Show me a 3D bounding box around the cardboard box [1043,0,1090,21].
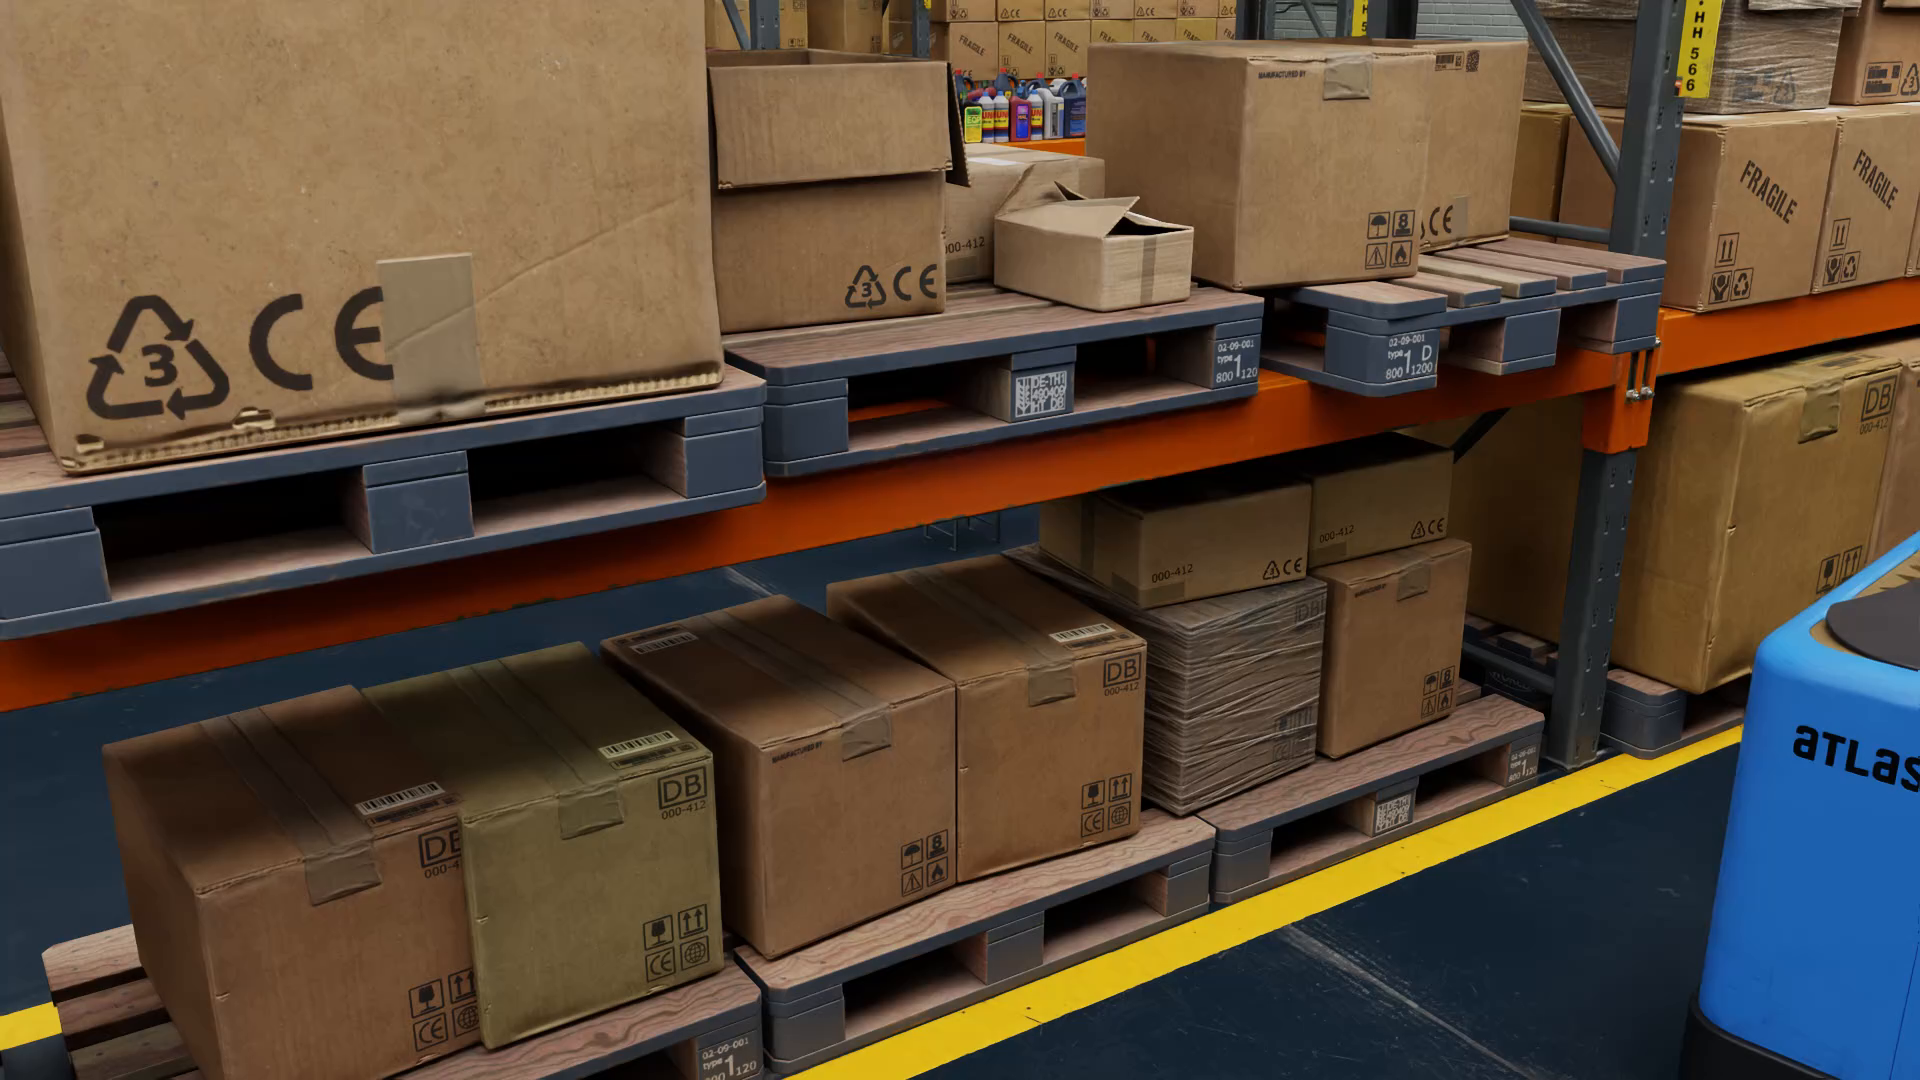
[{"bbox_3d":[0.826,-4.961,15.019,0.500,0.500,0.500,-13,22,-33],"label":"cardboard box"}]

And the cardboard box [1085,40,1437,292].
[{"bbox_3d":[0.682,-0.911,3.945,0.500,0.500,0.700,-8,20,-23],"label":"cardboard box"}]

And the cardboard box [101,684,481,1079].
[{"bbox_3d":[-1.294,0.682,3.260,0.500,0.500,0.700,-14,23,-36],"label":"cardboard box"}]

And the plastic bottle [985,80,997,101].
[{"bbox_3d":[0.155,-2.592,9.910,0.133,0.283,0.061,-12,22,-31],"label":"plastic bottle"}]

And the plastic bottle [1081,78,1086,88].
[{"bbox_3d":[0.769,-2.724,10.312,0.135,0.276,0.152,-12,22,-31],"label":"plastic bottle"}]

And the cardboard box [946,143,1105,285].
[{"bbox_3d":[-0.004,-0.790,3.977,0.500,0.250,0.500,-13,22,-33],"label":"cardboard box"}]

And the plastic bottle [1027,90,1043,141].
[{"bbox_3d":[0.413,-2.366,9.261,0.097,0.271,0.097,0,19,0],"label":"plastic bottle"}]

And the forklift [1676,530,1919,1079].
[{"bbox_3d":[2.780,0.024,2.098,1.130,2.935,3.031,-18,26,-42],"label":"forklift"}]

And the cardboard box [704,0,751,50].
[{"bbox_3d":[-2.024,-4.170,13.583,0.700,0.500,0.500,16,24,39],"label":"cardboard box"}]

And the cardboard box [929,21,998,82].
[{"bbox_3d":[-0.007,-4.315,14.669,0.500,0.500,0.500,-11,22,-30],"label":"cardboard box"}]

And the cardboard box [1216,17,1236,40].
[{"bbox_3d":[2.534,-4.851,16.255,0.500,0.500,0.500,-11,22,-30],"label":"cardboard box"}]

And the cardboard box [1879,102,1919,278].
[{"bbox_3d":[2.933,-1.139,5.274,0.500,0.500,0.500,-12,22,-32],"label":"cardboard box"}]

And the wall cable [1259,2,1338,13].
[{"bbox_3d":[4.951,-8.552,22.837,0.112,2.526,3.097,-12,22,-31],"label":"wall cable"}]

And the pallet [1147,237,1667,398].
[{"bbox_3d":[0.985,-0.651,4.287,1.003,0.211,1.213,-12,22,-31],"label":"pallet"}]

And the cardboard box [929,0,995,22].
[{"bbox_3d":[-0.034,-4.780,14.482,0.500,0.500,0.500,-11,22,-30],"label":"cardboard box"}]

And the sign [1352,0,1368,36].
[{"bbox_3d":[1.214,-1.592,4.964,0.005,0.325,0.100,-12,22,-31],"label":"sign"}]

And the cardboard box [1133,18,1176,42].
[{"bbox_3d":[1.683,-4.672,15.726,0.500,0.500,0.500,-12,22,-31],"label":"cardboard box"}]

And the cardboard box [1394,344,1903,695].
[{"bbox_3d":[2.110,-0.204,5.328,0.875,0.875,1.225,-13,23,-34],"label":"cardboard box"}]

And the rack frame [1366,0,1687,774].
[{"bbox_3d":[1.522,-0.896,4.712,0.127,3.000,1.000,-12,22,-31],"label":"rack frame"}]

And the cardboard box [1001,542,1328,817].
[{"bbox_3d":[0.517,0.304,4.377,0.500,0.500,0.700,-14,23,-36],"label":"cardboard box"}]

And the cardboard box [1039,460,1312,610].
[{"bbox_3d":[0.541,-0.053,4.264,0.500,0.250,0.500,-9,21,-25],"label":"cardboard box"}]

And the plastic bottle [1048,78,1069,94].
[{"bbox_3d":[0.575,-2.683,10.191,0.135,0.276,0.152,-12,22,-31],"label":"plastic bottle"}]

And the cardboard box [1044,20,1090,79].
[{"bbox_3d":[0.838,-4.494,15.197,0.500,0.500,0.500,-12,22,-32],"label":"cardboard box"}]

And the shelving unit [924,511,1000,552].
[{"bbox_3d":[0.007,-0.428,6.605,0.210,0.900,0.258,-12,22,-31],"label":"shelving unit"}]

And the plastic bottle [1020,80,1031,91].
[{"bbox_3d":[0.382,-2.651,10.102,0.097,0.271,0.097,0,19,0],"label":"plastic bottle"}]

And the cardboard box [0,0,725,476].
[{"bbox_3d":[-1.078,-0.777,2.767,1.000,1.000,1.000,-12,22,-31],"label":"cardboard box"}]

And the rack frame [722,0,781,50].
[{"bbox_3d":[-1.202,-2.221,8.630,0.127,3.000,1.000,-12,22,-31],"label":"rack frame"}]

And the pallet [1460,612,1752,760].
[{"bbox_3d":[2.222,0.306,5.509,1.213,0.211,1.003,-12,22,-31],"label":"pallet"}]

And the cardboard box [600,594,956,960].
[{"bbox_3d":[-0.418,0.504,3.786,0.500,0.500,0.700,-14,23,-36],"label":"cardboard box"}]

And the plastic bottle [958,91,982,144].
[{"bbox_3d":[0.053,-2.289,9.014,0.133,0.283,0.061,-12,22,-31],"label":"plastic bottle"}]

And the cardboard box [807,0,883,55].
[{"bbox_3d":[-1.101,-4.474,14.482,0.700,0.500,0.500,14,23,35],"label":"cardboard box"}]

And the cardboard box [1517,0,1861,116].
[{"bbox_3d":[2.141,-1.543,4.903,0.637,0.503,0.797,-11,22,-30],"label":"cardboard box"}]

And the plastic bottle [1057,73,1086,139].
[{"bbox_3d":[0.631,-2.459,9.411,0.185,0.351,0.144,-12,22,-31],"label":"plastic bottle"}]

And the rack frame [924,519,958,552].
[{"bbox_3d":[-0.078,-0.410,6.552,0.006,0.900,0.240,-12,22,-31],"label":"rack frame"}]

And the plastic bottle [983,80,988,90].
[{"bbox_3d":[0.121,-2.608,9.959,0.133,0.283,0.061,-12,22,-31],"label":"plastic bottle"}]

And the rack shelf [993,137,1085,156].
[{"bbox_3d":[0.468,-2.232,9.788,4.000,0.370,1.077,-12,22,-31],"label":"rack shelf"}]

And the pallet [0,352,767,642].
[{"bbox_3d":[-1.101,-0.196,2.941,1.213,0.211,1.003,-12,22,-31],"label":"pallet"}]

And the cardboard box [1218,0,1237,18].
[{"bbox_3d":[2.538,-5.325,16.094,0.500,0.500,0.500,-12,22,-32],"label":"cardboard box"}]

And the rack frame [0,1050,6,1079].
[{"bbox_3d":[-1.819,-0.191,2.628,0.127,3.000,1.000,-12,22,-31],"label":"rack frame"}]

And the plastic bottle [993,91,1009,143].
[{"bbox_3d":[0.221,-2.326,9.141,0.097,0.271,0.097,0,19,0],"label":"plastic bottle"}]

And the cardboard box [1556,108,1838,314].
[{"bbox_3d":[2.077,-0.956,4.734,0.500,0.500,0.500,-11,22,-30],"label":"cardboard box"}]

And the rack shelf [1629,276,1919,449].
[{"bbox_3d":[3.192,-0.907,5.869,4.000,0.370,1.077,-12,22,-31],"label":"rack shelf"}]

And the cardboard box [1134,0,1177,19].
[{"bbox_3d":[1.686,-5.143,15.556,0.500,0.500,0.500,-11,22,-30],"label":"cardboard box"}]

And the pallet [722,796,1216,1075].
[{"bbox_3d":[-0.150,0.776,4.120,1.213,0.211,1.003,-12,22,-31],"label":"pallet"}]
